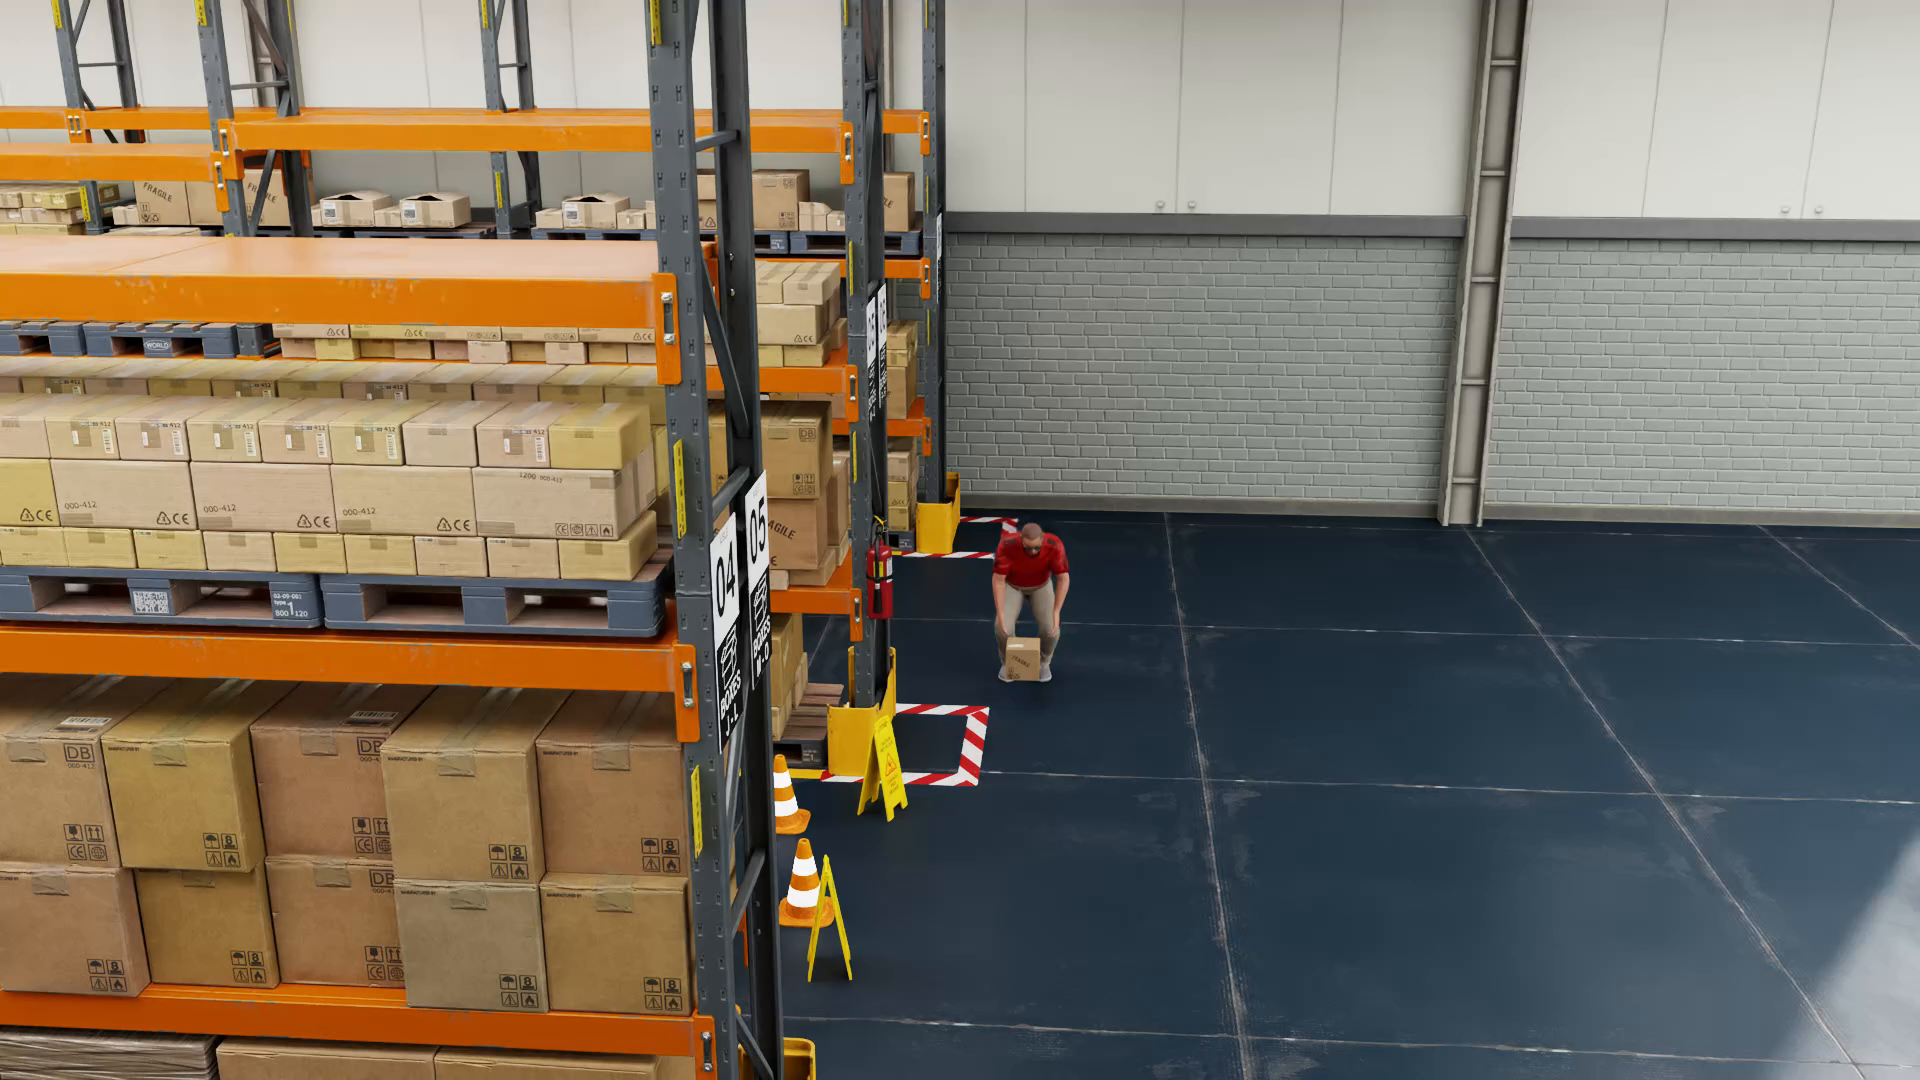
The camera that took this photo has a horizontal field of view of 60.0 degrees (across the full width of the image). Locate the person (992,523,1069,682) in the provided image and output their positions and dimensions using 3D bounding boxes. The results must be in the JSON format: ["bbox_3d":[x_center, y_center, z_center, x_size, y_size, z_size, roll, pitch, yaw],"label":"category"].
[{"bbox_3d":[0.546,0.470,12.839,0.588,1.279,0.738,1,17,4],"label":"person"}]
